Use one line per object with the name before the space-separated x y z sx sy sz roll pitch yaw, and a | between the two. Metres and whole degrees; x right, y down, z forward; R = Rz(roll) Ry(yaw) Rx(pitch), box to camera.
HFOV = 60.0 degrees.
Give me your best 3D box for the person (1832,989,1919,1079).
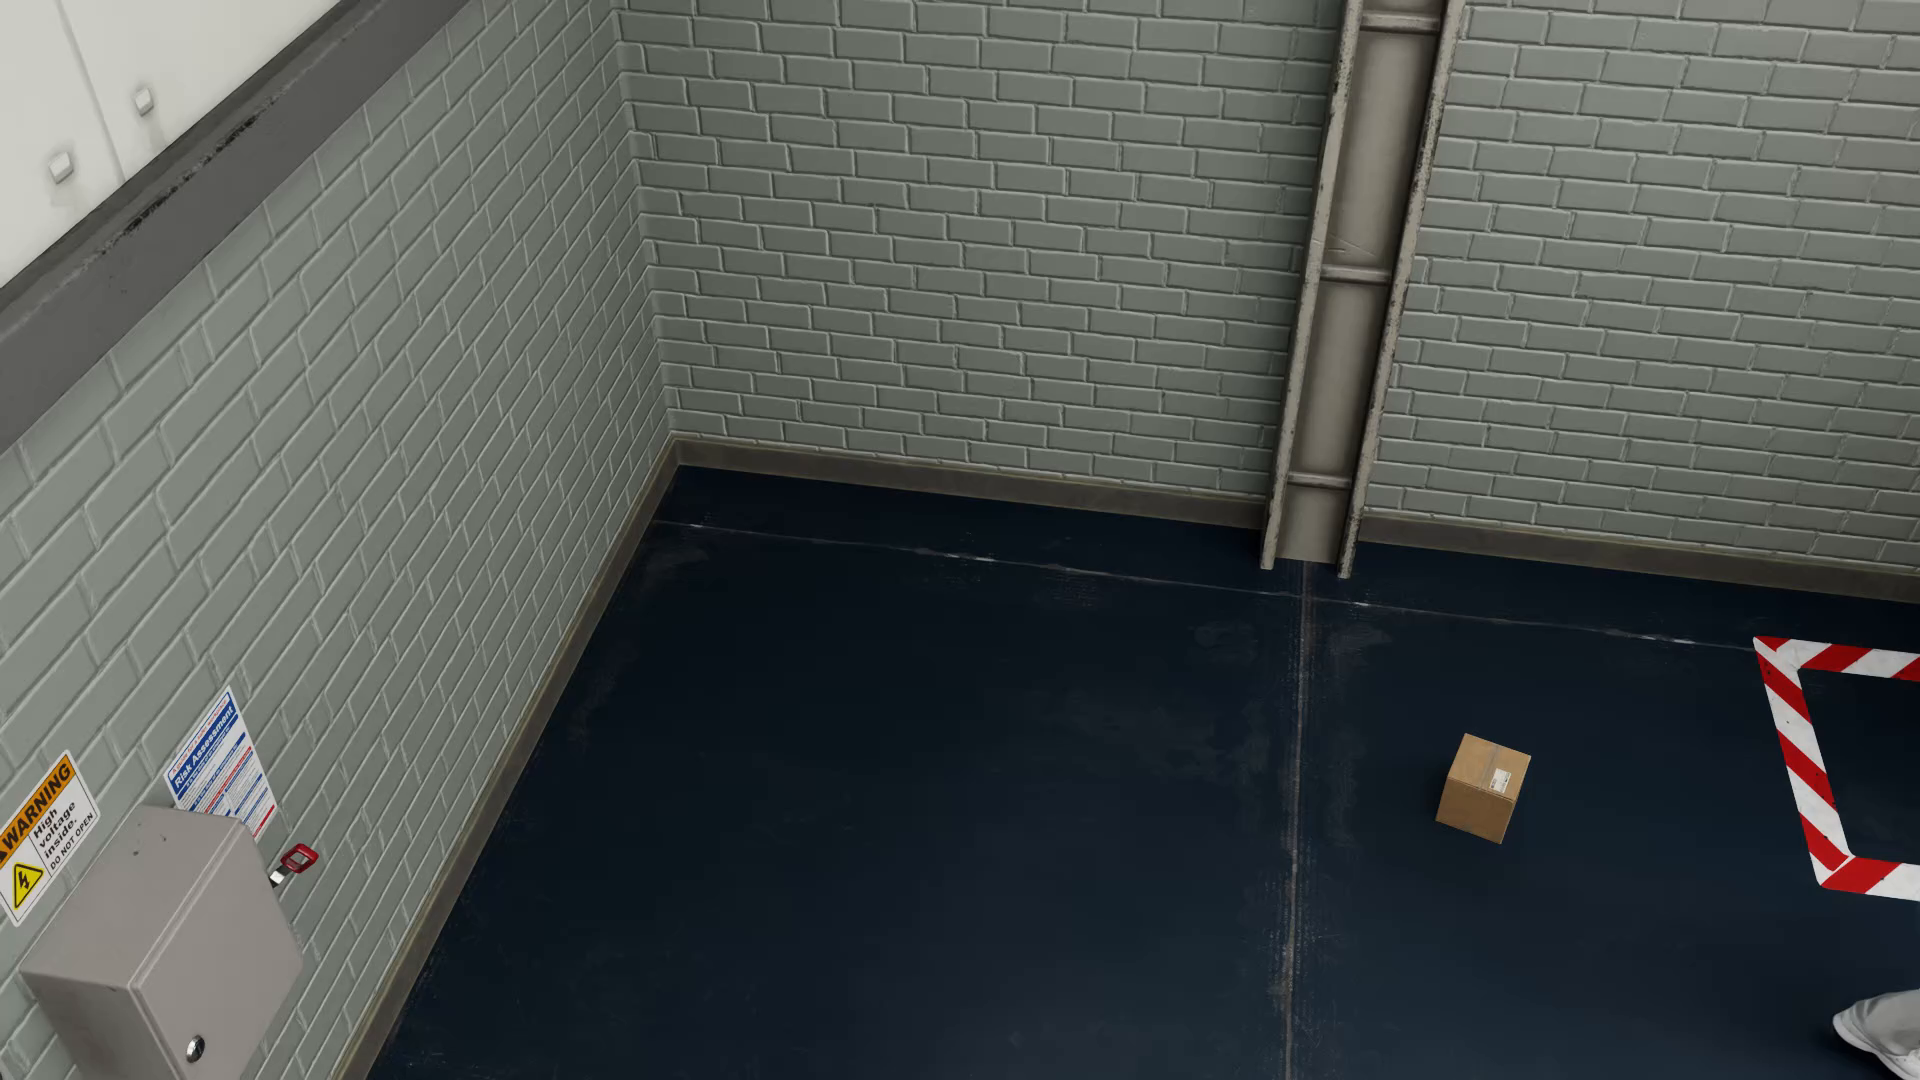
person | 3.403 1.157 4.796 1.151 1.721 0.634 25 46 27
